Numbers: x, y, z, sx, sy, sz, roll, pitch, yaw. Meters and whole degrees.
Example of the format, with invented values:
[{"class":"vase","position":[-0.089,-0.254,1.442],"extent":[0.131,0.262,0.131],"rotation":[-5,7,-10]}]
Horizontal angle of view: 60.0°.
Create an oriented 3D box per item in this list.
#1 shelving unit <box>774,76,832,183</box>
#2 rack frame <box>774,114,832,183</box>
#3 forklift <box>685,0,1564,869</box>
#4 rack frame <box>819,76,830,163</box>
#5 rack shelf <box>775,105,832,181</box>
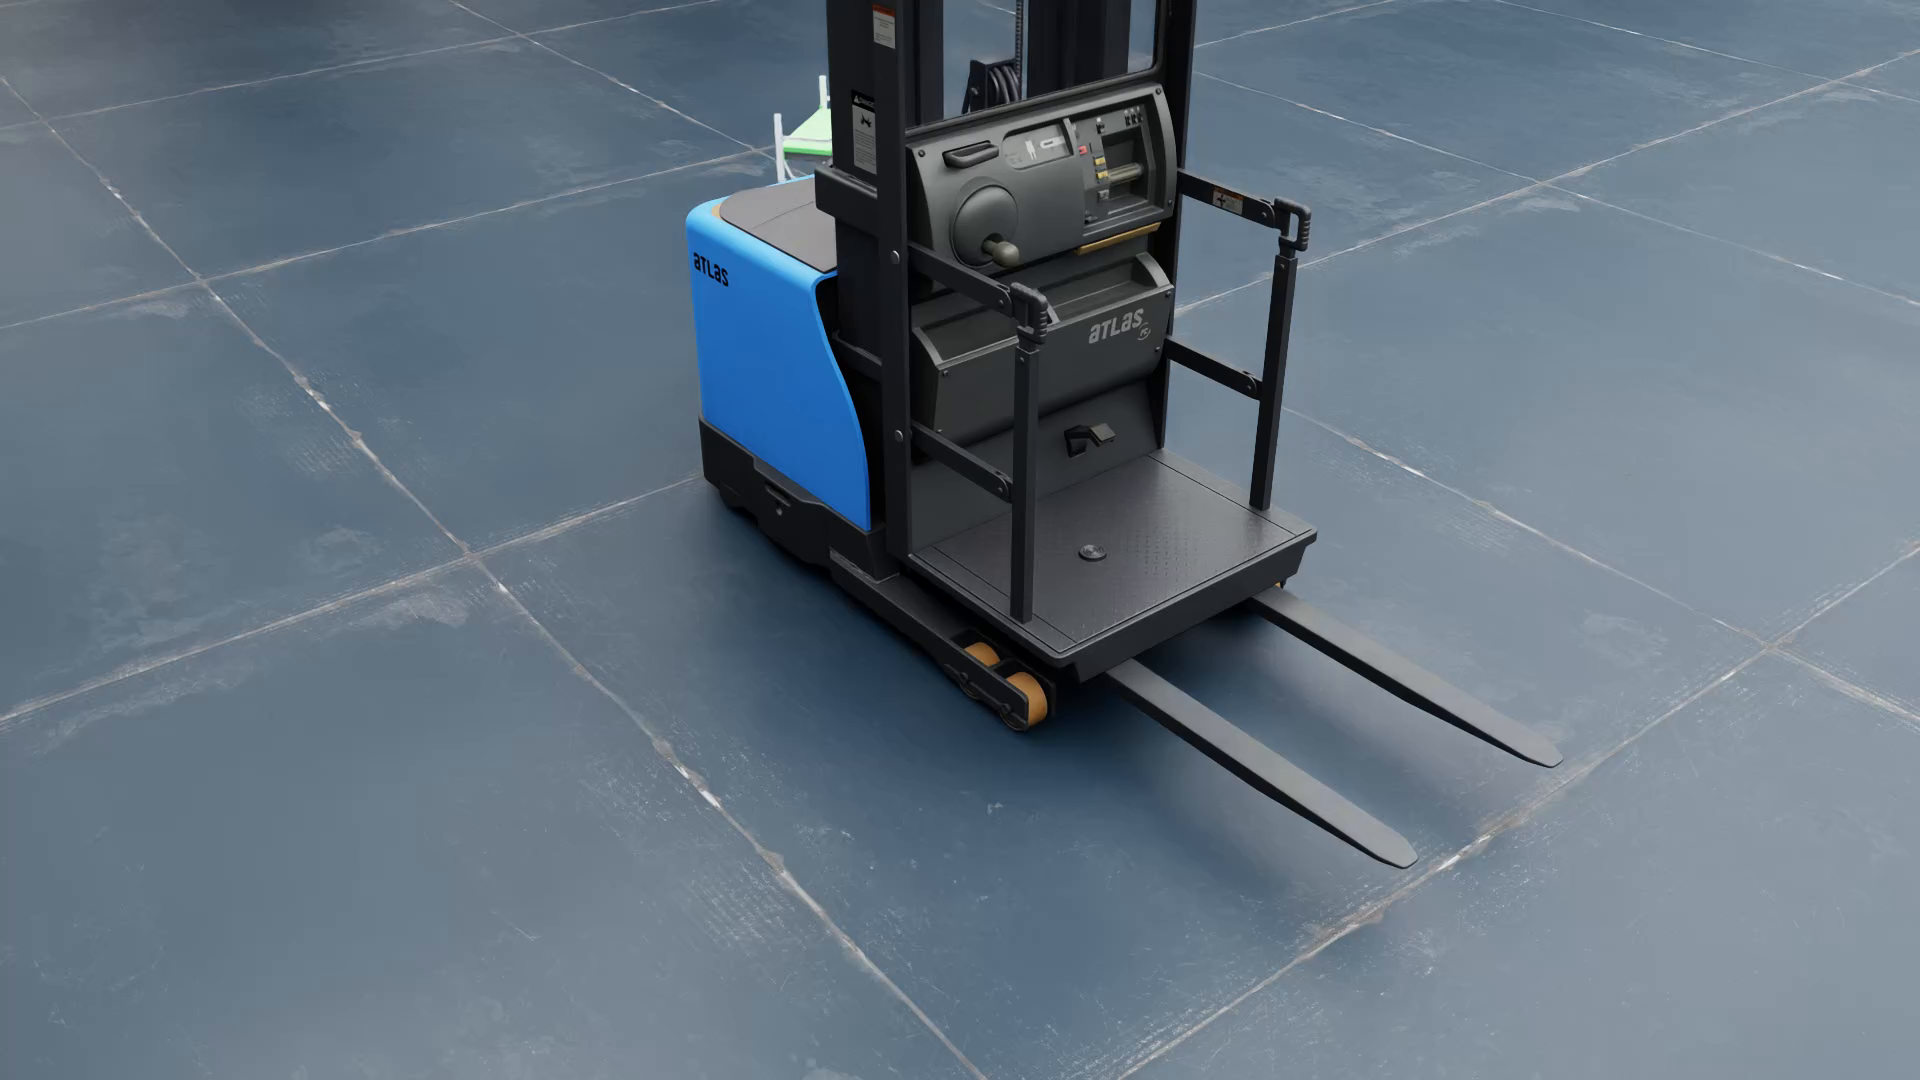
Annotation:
[{"class":"shelving unit","position":[-0.477,-1.109,6.396],"extent":[0.258,1.200,0.503],"rotation":[8,33,13]},{"class":"rack frame","position":[-0.540,-0.986,6.195],"extent":[0.240,1.200,0.015],"rotation":[8,33,13]},{"class":"forklift","position":[0.391,-0.989,4.565],"extent":[1.130,2.935,3.031],"rotation":[-23,39,-32]},{"class":"rack frame","position":[-0.413,-1.233,6.597],"extent":[0.240,1.200,0.015],"rotation":[8,33,13]},{"class":"rack shelf","position":[-0.478,-1.464,6.178],"extent":[0.258,0.148,0.480],"rotation":[8,33,13]}]
